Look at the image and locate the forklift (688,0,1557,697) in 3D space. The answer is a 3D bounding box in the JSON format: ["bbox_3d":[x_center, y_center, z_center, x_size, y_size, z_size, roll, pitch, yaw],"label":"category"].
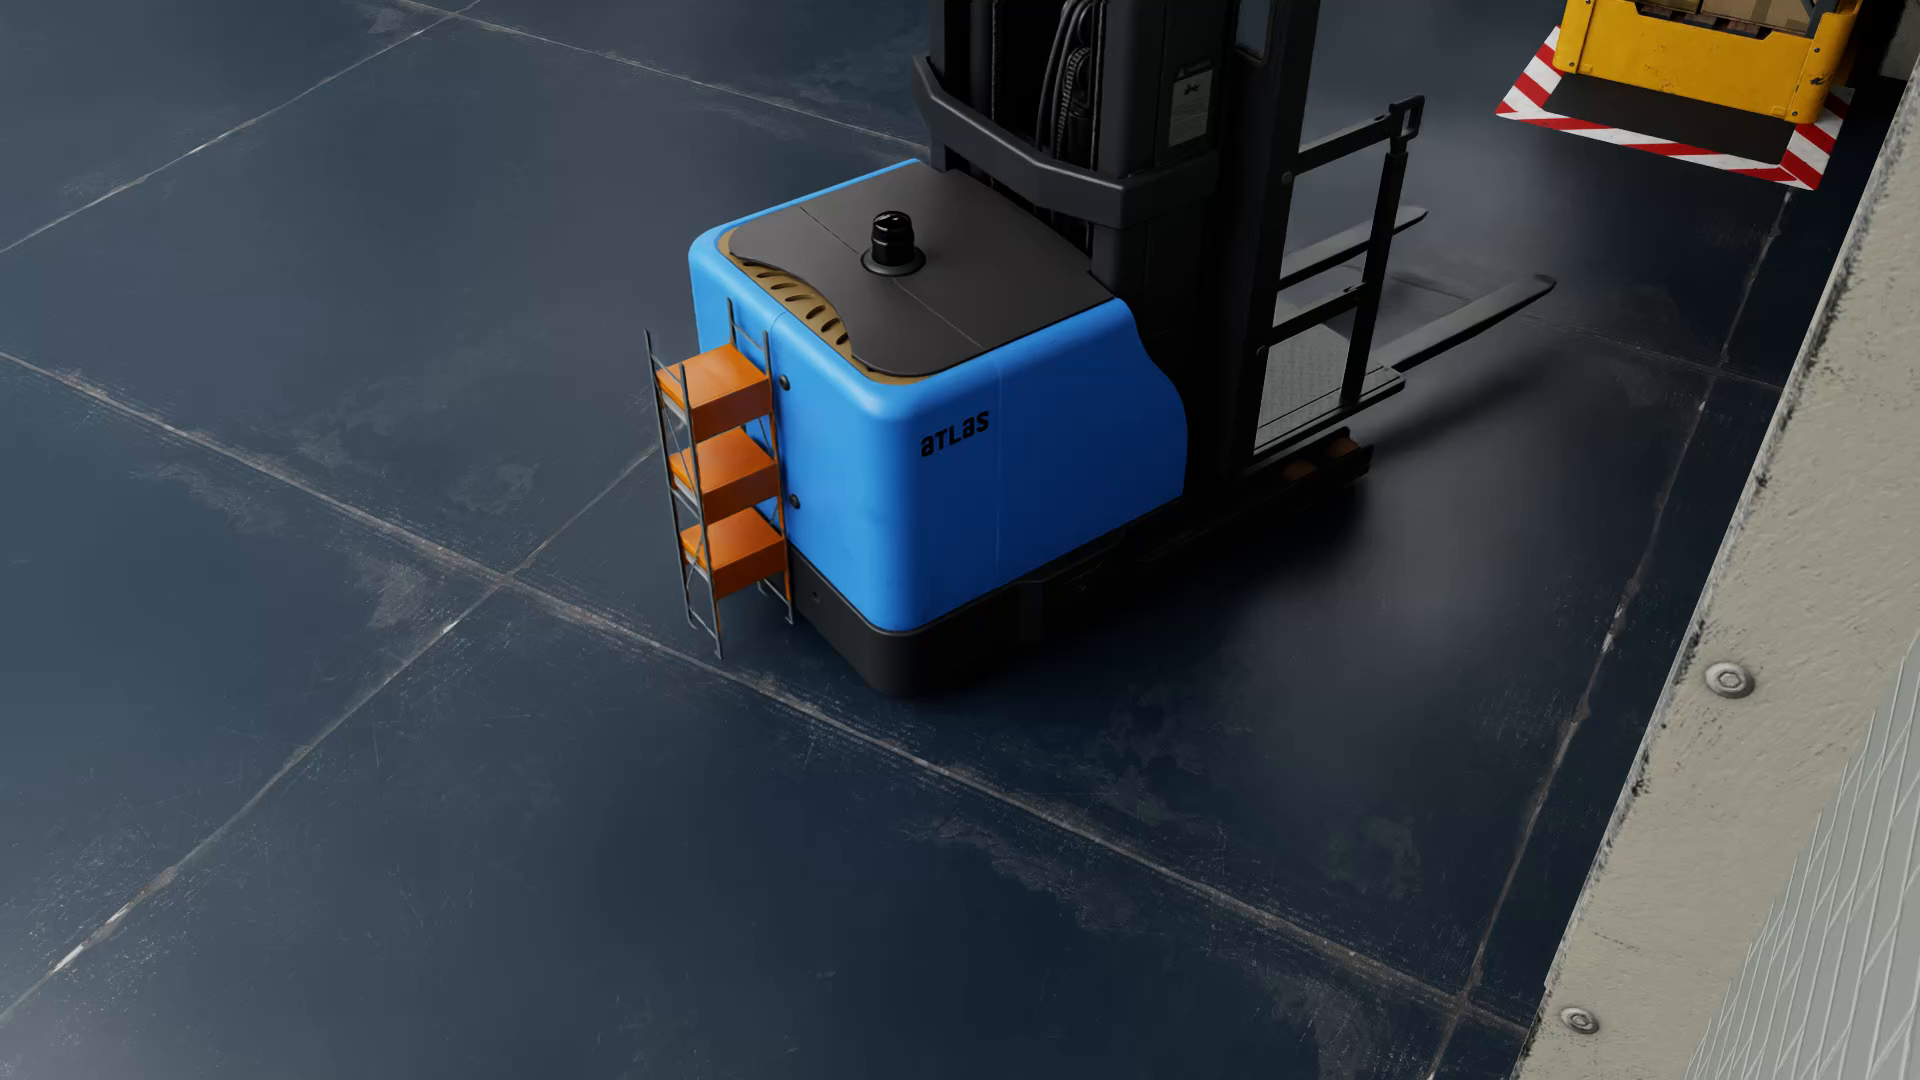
[{"bbox_3d":[0.725,-1.450,4.678,3.031,2.935,1.130,-26,47,-26],"label":"forklift"}]

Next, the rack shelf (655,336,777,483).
[{"bbox_3d":[-0.653,-0.349,4.438,0.240,0.259,0.215,-26,47,-26],"label":"rack shelf"}]

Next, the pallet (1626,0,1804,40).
[{"bbox_3d":[3.694,-2.651,8.101,1.003,0.211,1.213,21,45,22],"label":"pallet"}]

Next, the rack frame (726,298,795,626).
[{"bbox_3d":[-0.554,-0.191,4.673,0.008,1.050,0.200,-26,47,-26],"label":"rack frame"}]

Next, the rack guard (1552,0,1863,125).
[{"bbox_3d":[3.336,-2.294,7.477,1.175,0.500,0.348,21,45,22],"label":"rack guard"}]

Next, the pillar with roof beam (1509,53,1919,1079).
[{"bbox_3d":[-2.253,-3.588,2.516,9.100,9.000,0.400,21,45,22],"label":"pillar with roof beam"}]

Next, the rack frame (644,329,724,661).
[{"bbox_3d":[-0.751,-0.096,4.565,0.008,1.050,0.200,-26,47,-26],"label":"rack frame"}]

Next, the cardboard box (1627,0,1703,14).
[{"bbox_3d":[3.310,-2.745,7.860,0.500,0.250,0.500,21,46,22],"label":"cardboard box"}]

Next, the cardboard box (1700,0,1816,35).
[{"bbox_3d":[3.763,-2.588,7.682,0.500,0.250,0.500,21,46,22],"label":"cardboard box"}]

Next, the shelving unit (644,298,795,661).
[{"bbox_3d":[-0.653,-0.144,4.619,0.252,1.050,0.215,-26,47,-26],"label":"shelving unit"}]

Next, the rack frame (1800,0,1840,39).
[{"bbox_3d":[3.348,-3.246,6.666,1.000,3.000,0.127,21,45,22],"label":"rack frame"}]

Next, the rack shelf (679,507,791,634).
[{"bbox_3d":[-0.653,0.073,4.809,0.240,0.259,0.215,-26,47,-26],"label":"rack shelf"}]

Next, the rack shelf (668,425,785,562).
[{"bbox_3d":[-0.653,-0.136,4.626,0.240,0.259,0.215,-26,47,-26],"label":"rack shelf"}]
